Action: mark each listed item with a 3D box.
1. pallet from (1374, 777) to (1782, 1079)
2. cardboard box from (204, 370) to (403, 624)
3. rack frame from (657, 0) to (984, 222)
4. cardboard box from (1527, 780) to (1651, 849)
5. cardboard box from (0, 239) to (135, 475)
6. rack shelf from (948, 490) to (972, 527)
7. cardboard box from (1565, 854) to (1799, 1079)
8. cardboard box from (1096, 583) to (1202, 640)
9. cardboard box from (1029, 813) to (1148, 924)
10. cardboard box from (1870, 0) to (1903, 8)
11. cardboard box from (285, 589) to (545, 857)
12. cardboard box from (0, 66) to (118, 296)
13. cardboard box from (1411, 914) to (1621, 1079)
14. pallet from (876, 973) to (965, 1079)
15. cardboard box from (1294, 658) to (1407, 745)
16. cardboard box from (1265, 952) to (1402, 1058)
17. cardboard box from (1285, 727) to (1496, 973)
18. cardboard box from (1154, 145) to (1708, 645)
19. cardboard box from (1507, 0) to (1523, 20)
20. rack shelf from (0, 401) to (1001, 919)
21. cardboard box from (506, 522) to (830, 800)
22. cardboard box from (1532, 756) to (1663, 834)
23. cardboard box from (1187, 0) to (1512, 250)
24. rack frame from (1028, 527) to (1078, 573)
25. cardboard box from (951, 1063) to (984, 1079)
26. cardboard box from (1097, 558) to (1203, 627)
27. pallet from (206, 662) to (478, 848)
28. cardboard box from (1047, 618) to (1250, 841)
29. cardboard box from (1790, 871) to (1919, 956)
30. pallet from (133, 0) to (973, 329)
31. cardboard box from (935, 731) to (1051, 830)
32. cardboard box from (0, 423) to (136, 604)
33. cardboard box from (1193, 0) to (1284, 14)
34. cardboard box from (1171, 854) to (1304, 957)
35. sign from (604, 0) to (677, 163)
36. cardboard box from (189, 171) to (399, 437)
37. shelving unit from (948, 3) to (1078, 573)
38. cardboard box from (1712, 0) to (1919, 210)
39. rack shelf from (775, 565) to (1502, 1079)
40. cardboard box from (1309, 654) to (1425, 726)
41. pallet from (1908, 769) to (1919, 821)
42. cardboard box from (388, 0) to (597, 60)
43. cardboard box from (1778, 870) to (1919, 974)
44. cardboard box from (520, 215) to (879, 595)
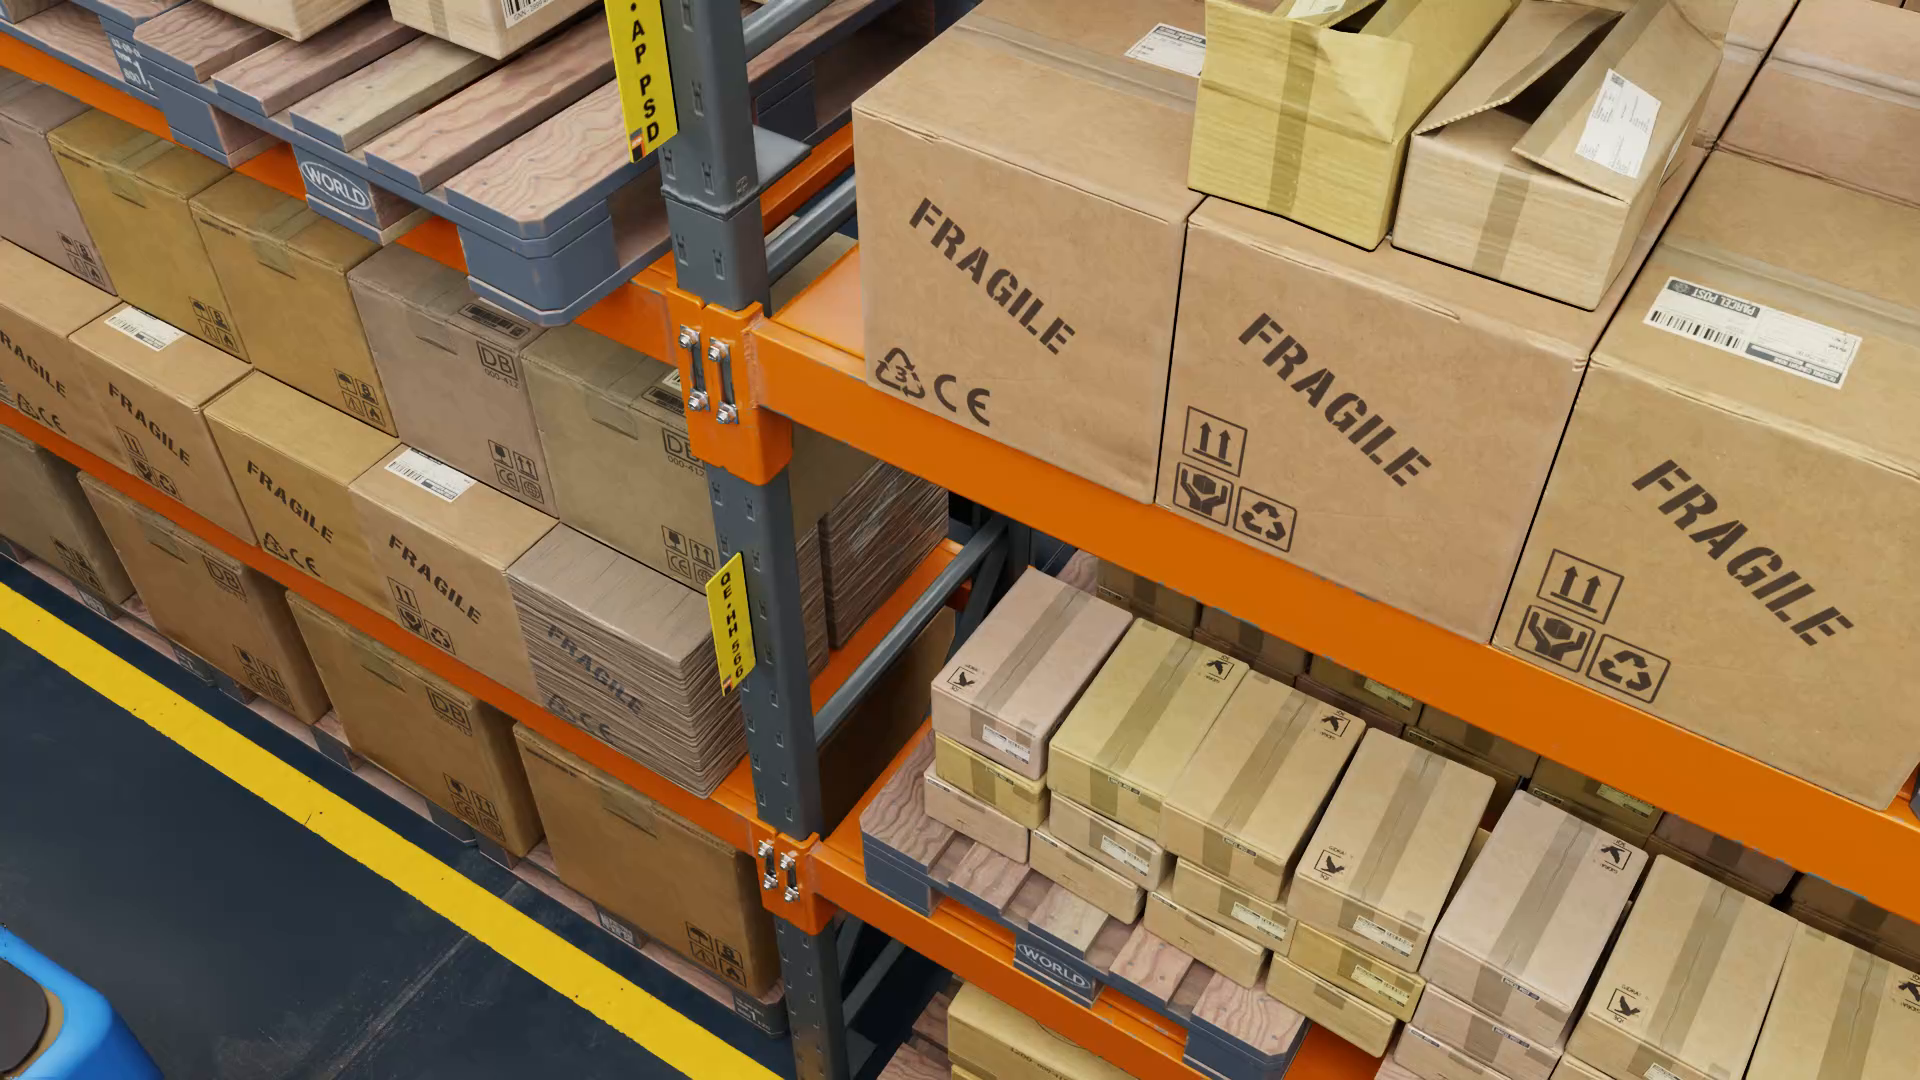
[{"bbox_3d":[1.548,1.042,3.280,1.213,0.211,1.003,25,51,22],"label":"pallet"},{"bbox_3d":[-1.505,-0.201,4.284,0.500,0.500,0.500,24,50,21],"label":"cardboard box"},{"bbox_3d":[-0.141,-1.857,1.780,0.127,3.000,1.000,25,51,22],"label":"rack frame"},{"bbox_3d":[1.383,0.487,3.568,0.250,0.149,0.380,23,50,20],"label":"cardboard box"},{"bbox_3d":[-2.366,-0.594,4.666,0.500,0.500,0.500,24,51,22],"label":"cardboard box"},{"bbox_3d":[0.139,-0.170,5.946,0.480,0.518,0.431,25,51,22],"label":"rack shelf"},{"bbox_3d":[1.251,0.771,2.877,0.250,0.149,0.380,26,51,23],"label":"cardboard box"},{"bbox_3d":[0.523,0.088,3.955,0.250,0.149,0.380,26,51,23],"label":"cardboard box"},{"bbox_3d":[0.353,0.574,3.483,0.250,0.149,0.380,27,52,24],"label":"cardboard box"},{"bbox_3d":[3.320,-2.206,6.232,0.500,0.500,0.500,23,50,21],"label":"cardboard box"},{"bbox_3d":[-1.342,0.244,5.197,0.750,0.750,1.050,25,51,23],"label":"cardboard box"},{"bbox_3d":[-2.227,-1.116,4.476,0.500,0.500,0.700,25,51,22],"label":"cardboard box"},{"bbox_3d":[1.035,0.779,3.077,0.250,0.149,0.380,25,51,22],"label":"cardboard box"},{"bbox_3d":[0.516,1.509,4.637,1.213,0.211,1.003,25,51,22],"label":"pallet"},{"bbox_3d":[0.947,0.285,3.764,0.250,0.149,0.380,26,51,23],"label":"cardboard box"},{"bbox_3d":[0.808,0.781,3.282,0.250,0.149,0.380,27,52,24],"label":"cardboard box"},{"bbox_3d":[0.798,0.566,3.076,0.250,0.149,0.380,23,50,21],"label":"cardboard box"},{"bbox_3d":[0.621,-0.276,2.265,0.500,0.500,0.500,25,51,22],"label":"cardboard box"},{"bbox_3d":[0.780,-0.924,2.362,0.258,0.266,0.396,25,51,22],"label":"cardboard box"},{"bbox_3d":[-1.824,-0.290,4.942,4.000,0.370,1.077,25,51,22],"label":"rack shelf"},{"bbox_3d":[-0.665,0.186,3.908,0.500,0.500,0.500,25,51,22],"label":"cardboard box"},{"bbox_3d":[1.388,0.385,3.459,0.250,0.149,0.380,24,51,22],"label":"cardboard box"},{"bbox_3d":[0.485,-0.591,2.038,0.258,0.266,0.396,25,51,22],"label":"cardboard box"},{"bbox_3d":[0.345,-0.573,5.343,0.015,2.100,0.400,25,51,22],"label":"rack frame"},{"bbox_3d":[0.317,1.386,4.262,0.500,0.500,0.500,23,50,21],"label":"cardboard box"},{"bbox_3d":[0.521,-0.013,3.846,0.250,0.149,0.380,26,51,23],"label":"cardboard box"},{"bbox_3d":[-1.786,0.381,5.732,1.213,0.211,1.003,25,51,22],"label":"pallet"},{"bbox_3d":[0.371,0.366,3.271,0.250,0.149,0.380,23,50,21],"label":"cardboard box"},{"bbox_3d":[1.825,0.585,3.265,0.250,0.149,0.380,24,50,21],"label":"cardboard box"},{"bbox_3d":[-0.711,-0.963,3.135,1.003,0.211,1.213,27,52,24],"label":"pallet"},{"bbox_3d":[0.158,0.379,3.465,0.250,0.149,0.380,27,52,24],"label":"cardboard box"},{"bbox_3d":[-2.937,-0.492,5.912,0.750,0.750,1.050,24,51,22],"label":"cardboard box"},{"bbox_3d":[0.477,-0.779,2.754,0.500,0.500,0.500,25,51,22],"label":"cardboard box"},{"bbox_3d":[0.614,0.584,3.266,0.250,0.149,0.380,23,50,21],"label":"cardboard box"},{"bbox_3d":[-0.447,-0.688,2.320,0.005,0.325,0.100,25,51,22],"label":"sign"},{"bbox_3d":[-1.373,-0.722,4.093,0.500,0.500,0.700,24,50,22],"label":"cardboard box"},{"bbox_3d":[0.139,-0.668,5.435,0.503,2.100,0.431,25,51,22],"label":"shelving unit"},{"bbox_3d":[1.324,-0.397,2.383,0.500,0.500,0.500,25,51,22],"label":"cardboard box"},{"bbox_3d":[1.543,1.258,3.437,4.000,0.370,1.077,25,51,22],"label":"rack shelf"},{"bbox_3d":[0.969,0.190,3.649,0.250,0.149,0.380,26,51,23],"label":"cardboard box"},{"bbox_3d":[1.889,0.099,2.102,1.003,0.211,1.213,25,51,22],"label":"pallet"},{"bbox_3d":[-0.764,-1.011,2.850,0.250,0.166,0.380,25,51,22],"label":"cardboard box"},{"bbox_3d":[1.831,0.691,3.369,0.250,0.149,0.380,23,50,20],"label":"cardboard box"},{"bbox_3d":[-0.513,-0.330,3.712,0.500,0.500,0.700,24,51,22],"label":"cardboard box"}]
